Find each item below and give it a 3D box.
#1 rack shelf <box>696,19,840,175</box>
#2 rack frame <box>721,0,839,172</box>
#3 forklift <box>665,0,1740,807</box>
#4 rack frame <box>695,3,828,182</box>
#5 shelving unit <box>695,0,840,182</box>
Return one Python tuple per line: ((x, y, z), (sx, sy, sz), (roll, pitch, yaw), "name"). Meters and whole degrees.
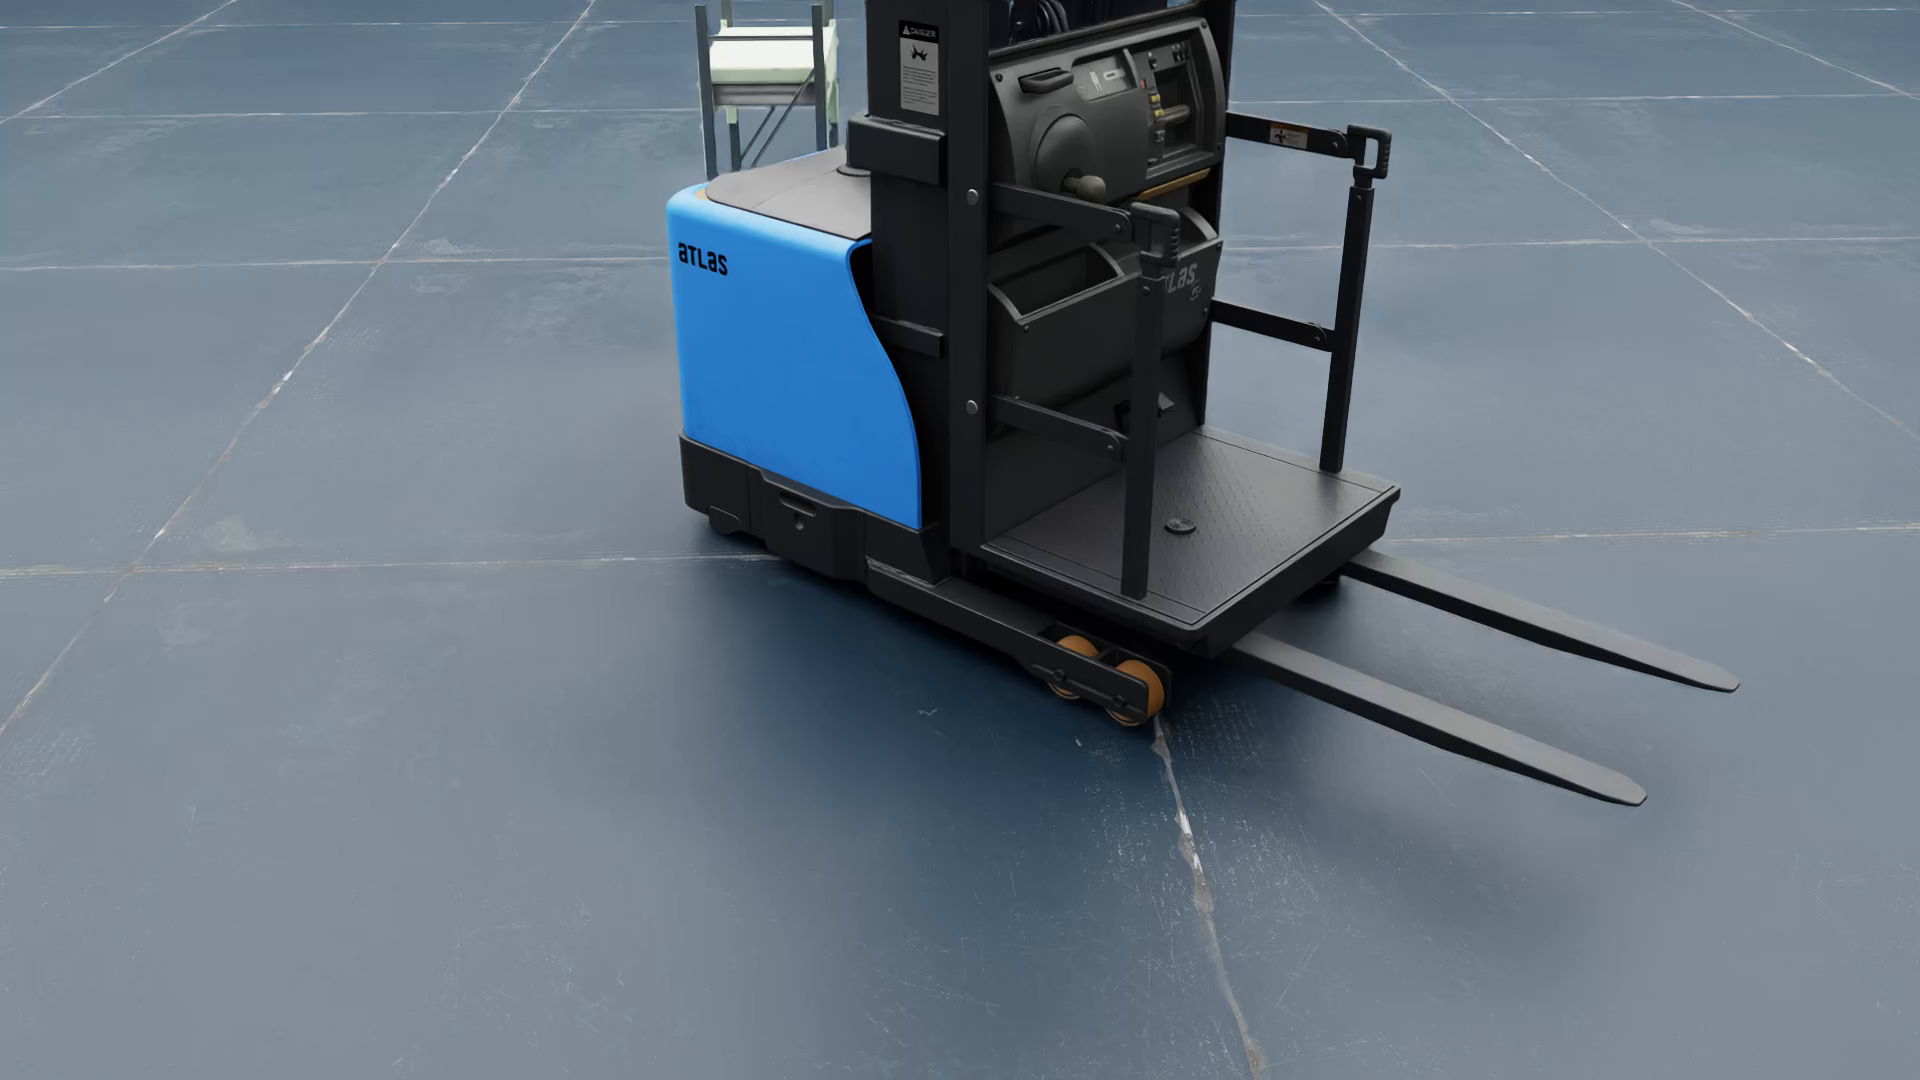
((-0.644, -1.540, 5.738), (0.431, 0.370, 0.720), (-1, 28, -1), "rack shelf")
((-0.653, -1.364, 6.242), (0.400, 1.500, 0.023), (-1, 28, -1), "rack frame")
((0.560, -1.093, 4.175), (3.031, 2.935, 1.130), (22, 35, 35), "forklift")
((-0.635, -1.025, 5.594), (0.400, 1.500, 0.023), (-1, 28, -1), "rack frame")
((-0.644, -1.194, 5.918), (0.431, 1.500, 0.755), (-1, 28, -1), "shelving unit")
